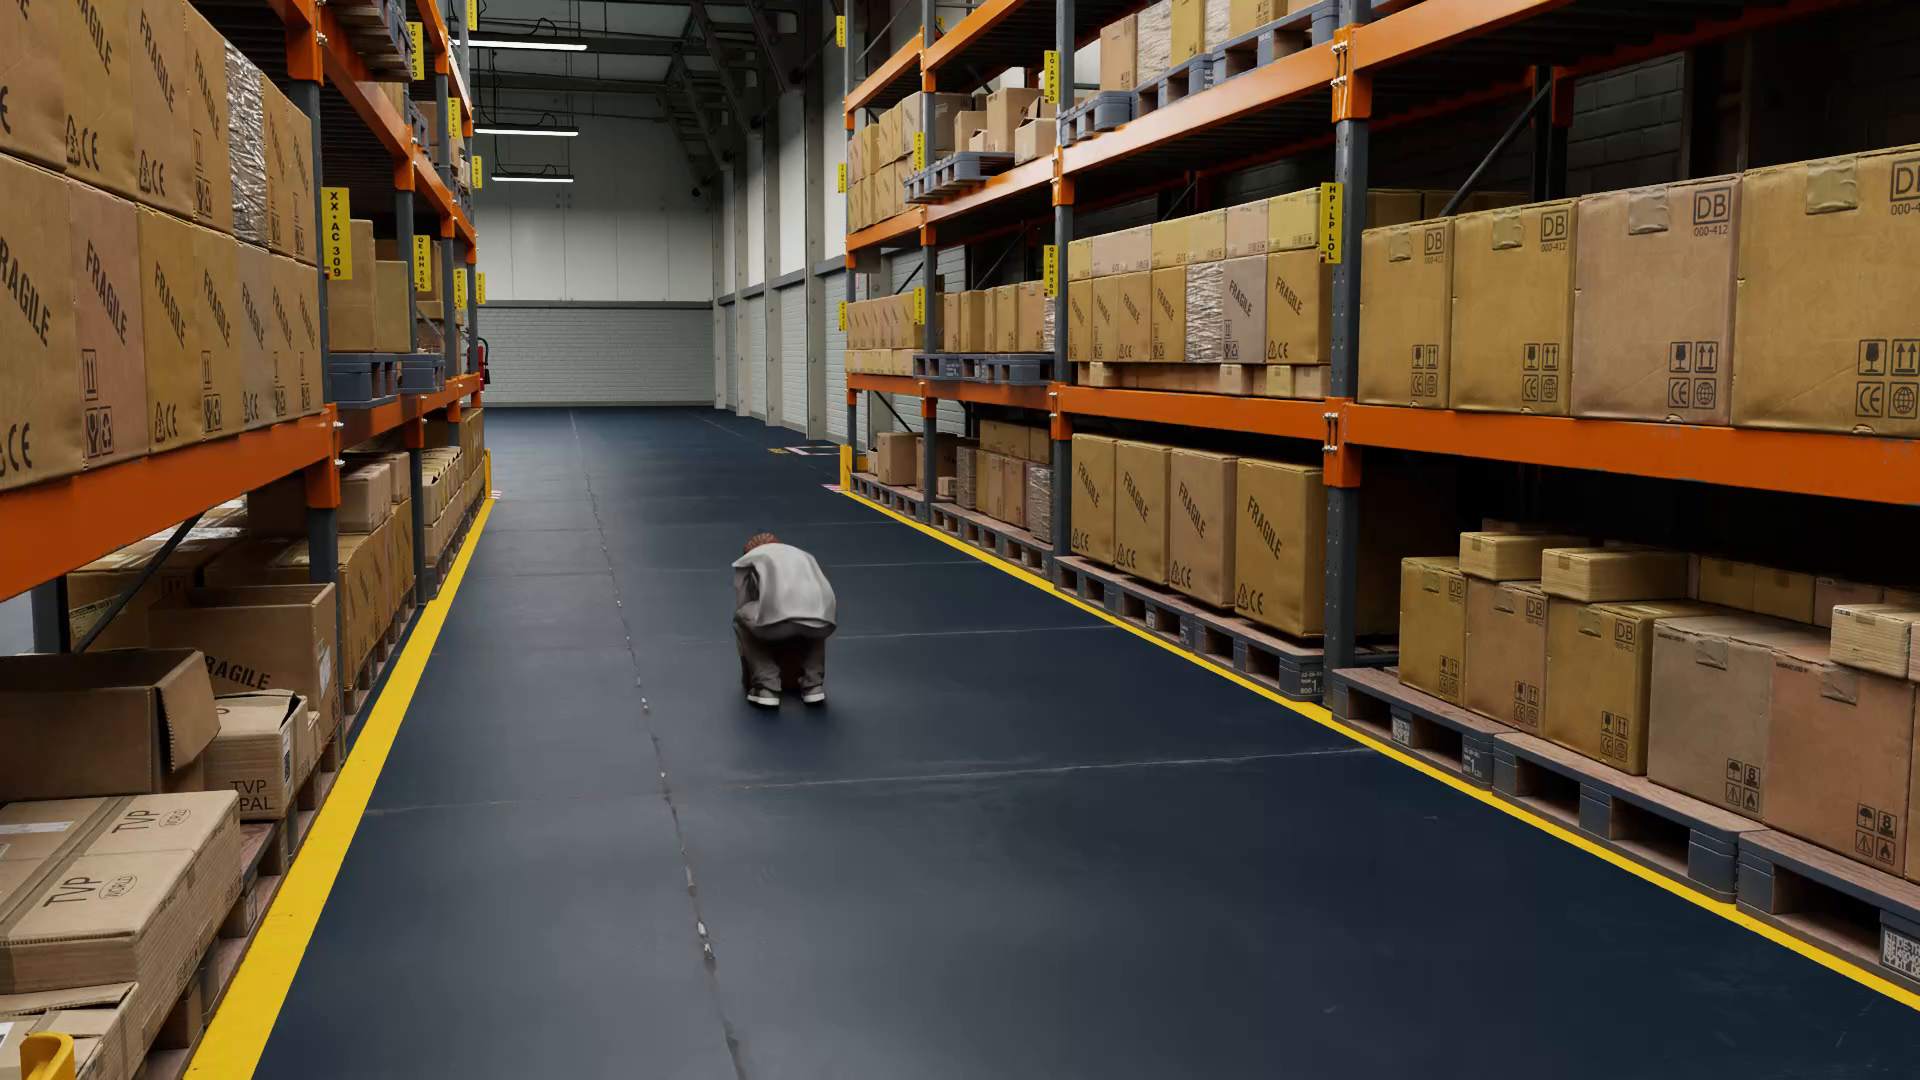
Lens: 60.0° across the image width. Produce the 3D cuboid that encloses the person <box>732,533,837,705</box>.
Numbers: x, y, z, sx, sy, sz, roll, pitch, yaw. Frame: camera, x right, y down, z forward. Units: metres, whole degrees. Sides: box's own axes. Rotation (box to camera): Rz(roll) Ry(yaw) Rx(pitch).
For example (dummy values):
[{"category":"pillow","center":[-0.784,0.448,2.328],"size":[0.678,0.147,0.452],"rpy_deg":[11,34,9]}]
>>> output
[{"category":"person","center":[-0.780,0.371,7.327],"size":[0.424,0.746,0.844],"rpy_deg":[-2,7,-15]}]
